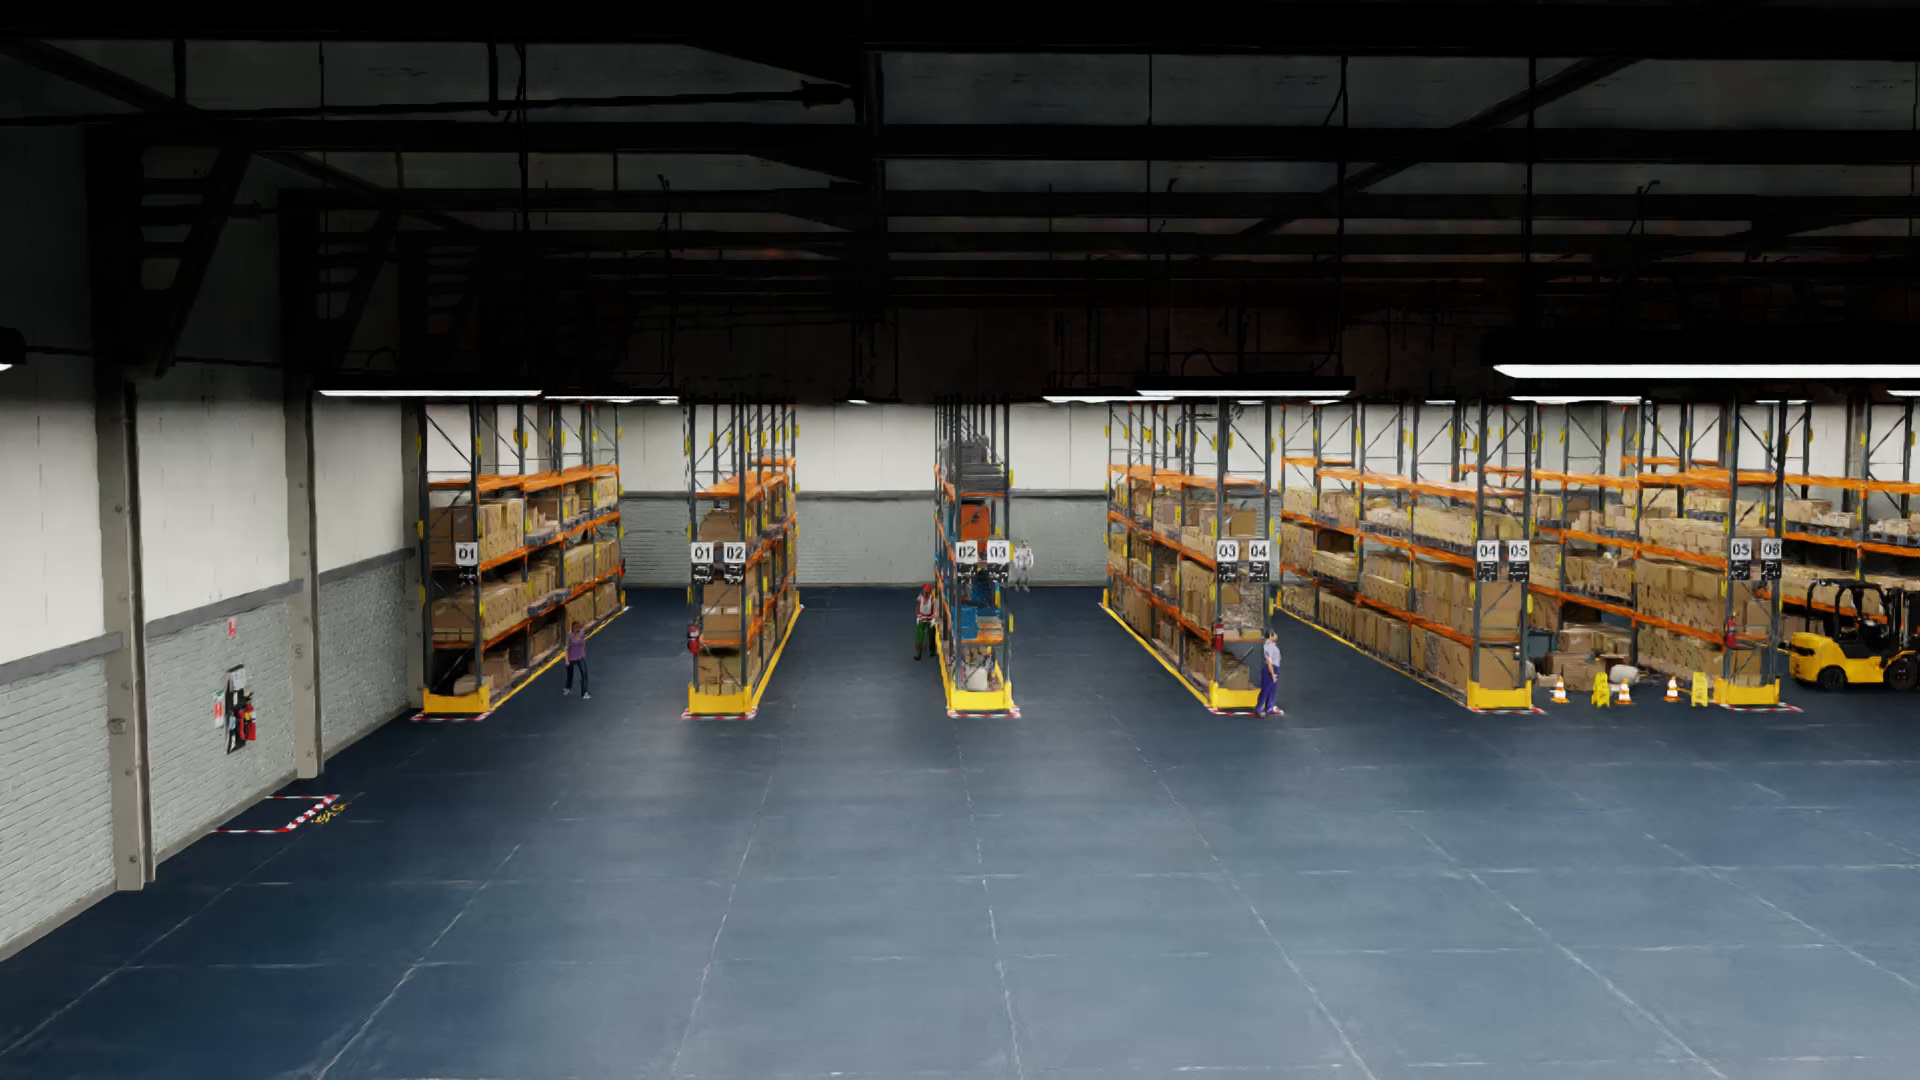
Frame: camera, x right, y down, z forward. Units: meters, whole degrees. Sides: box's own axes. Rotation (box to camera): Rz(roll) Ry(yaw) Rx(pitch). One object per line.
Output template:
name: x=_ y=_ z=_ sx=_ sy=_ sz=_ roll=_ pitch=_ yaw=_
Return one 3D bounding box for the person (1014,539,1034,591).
person: x=1.976 y=0.769 z=51.794 sx=0.639 sy=1.632 sz=0.512 roll=0 pitch=5 yaw=-5

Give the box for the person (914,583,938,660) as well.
person: x=-0.755 y=1.825 z=37.735 sx=0.534 sy=1.726 sz=1.038 roll=1 pitch=5 yaw=7

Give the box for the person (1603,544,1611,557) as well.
person: x=19.137 y=0.930 z=49.317 sx=0.383 sy=1.671 sz=0.557 roll=-3 pitch=5 yaw=-31

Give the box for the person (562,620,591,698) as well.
person: x=-7.577 y=2.328 z=32.762 sx=0.452 sy=1.536 sz=0.880 roll=-2 pitch=5 yaw=-25

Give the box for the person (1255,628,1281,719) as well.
person: x=5.680 y=2.446 z=30.649 sx=0.433 sy=1.648 sz=0.680 roll=2 pitch=5 yaw=21
